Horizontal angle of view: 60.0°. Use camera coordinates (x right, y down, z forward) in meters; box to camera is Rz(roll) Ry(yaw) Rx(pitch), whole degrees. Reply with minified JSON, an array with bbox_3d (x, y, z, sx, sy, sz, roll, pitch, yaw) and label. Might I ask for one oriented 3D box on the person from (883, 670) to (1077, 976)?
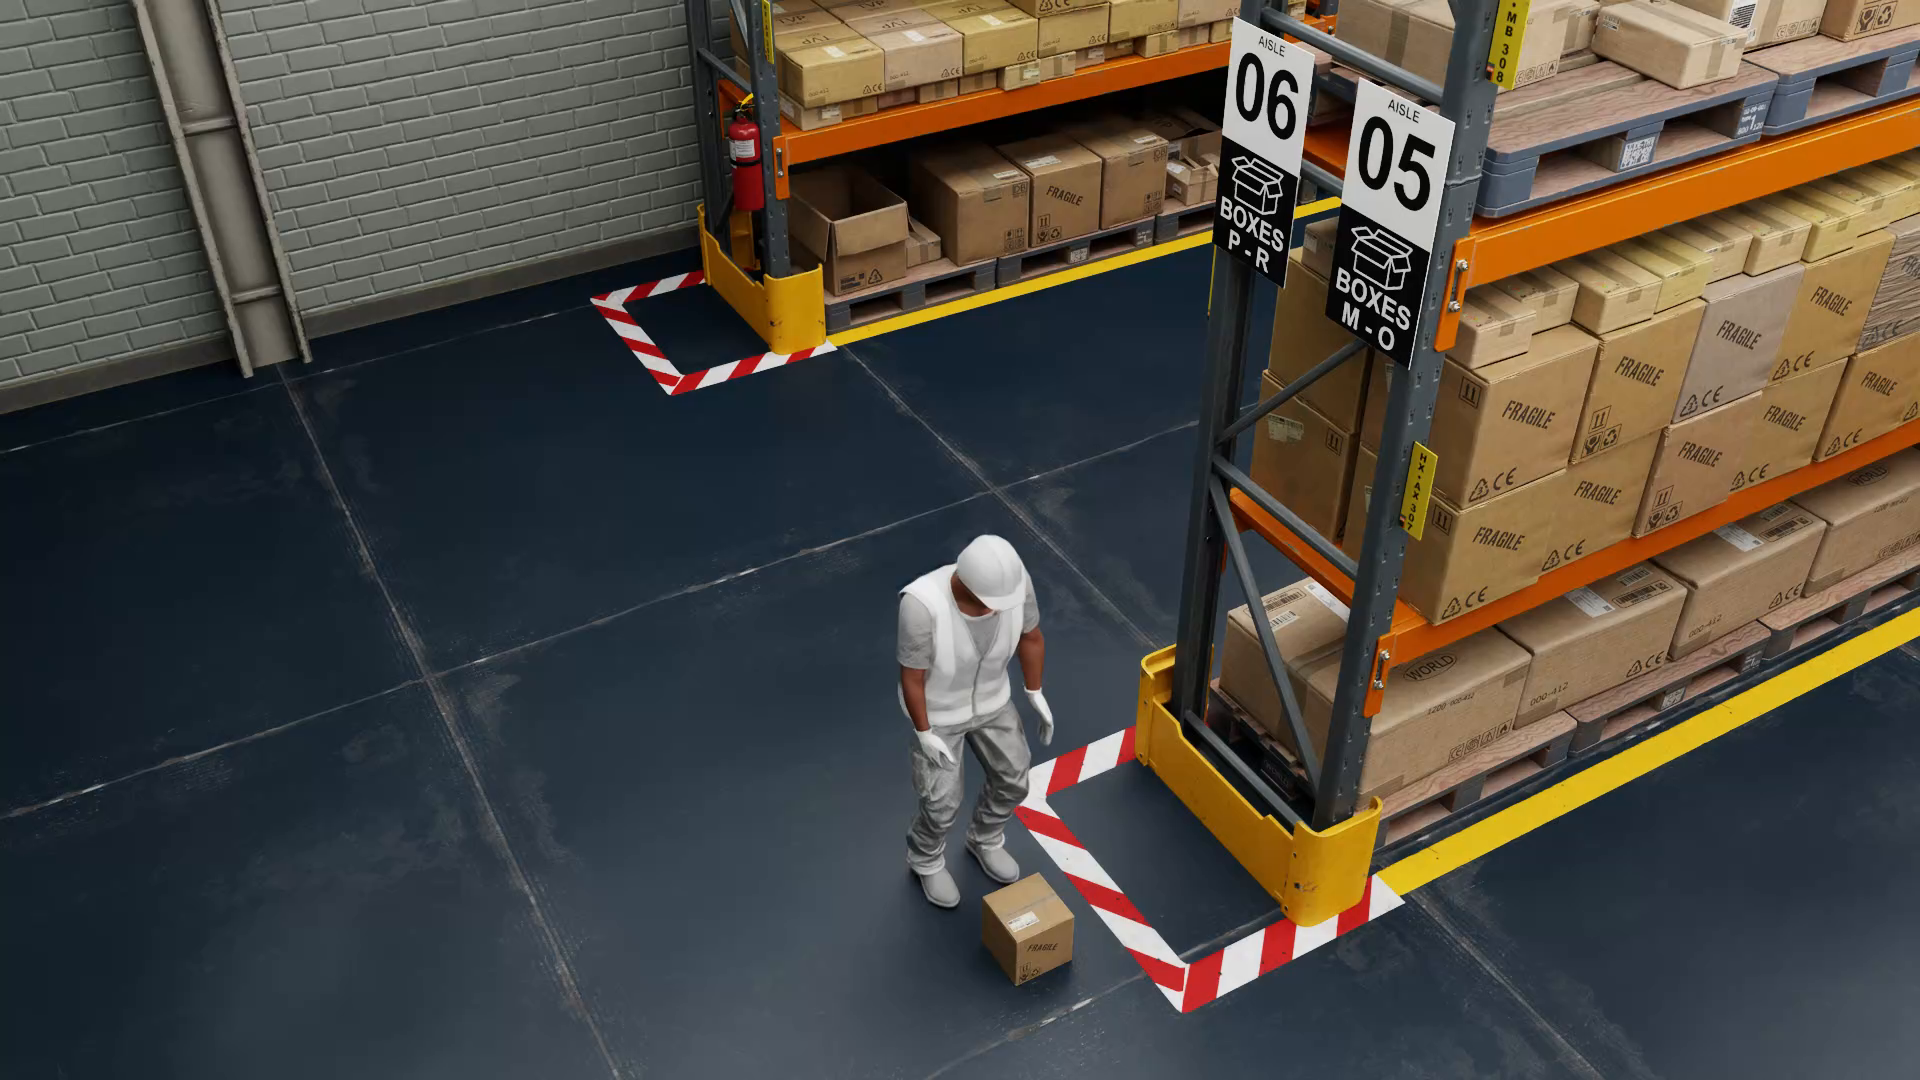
[{"bbox_3d":[0.106,1.039,6.254,0.532,0.917,0.986,-21,41,-26],"label":"person"}]
